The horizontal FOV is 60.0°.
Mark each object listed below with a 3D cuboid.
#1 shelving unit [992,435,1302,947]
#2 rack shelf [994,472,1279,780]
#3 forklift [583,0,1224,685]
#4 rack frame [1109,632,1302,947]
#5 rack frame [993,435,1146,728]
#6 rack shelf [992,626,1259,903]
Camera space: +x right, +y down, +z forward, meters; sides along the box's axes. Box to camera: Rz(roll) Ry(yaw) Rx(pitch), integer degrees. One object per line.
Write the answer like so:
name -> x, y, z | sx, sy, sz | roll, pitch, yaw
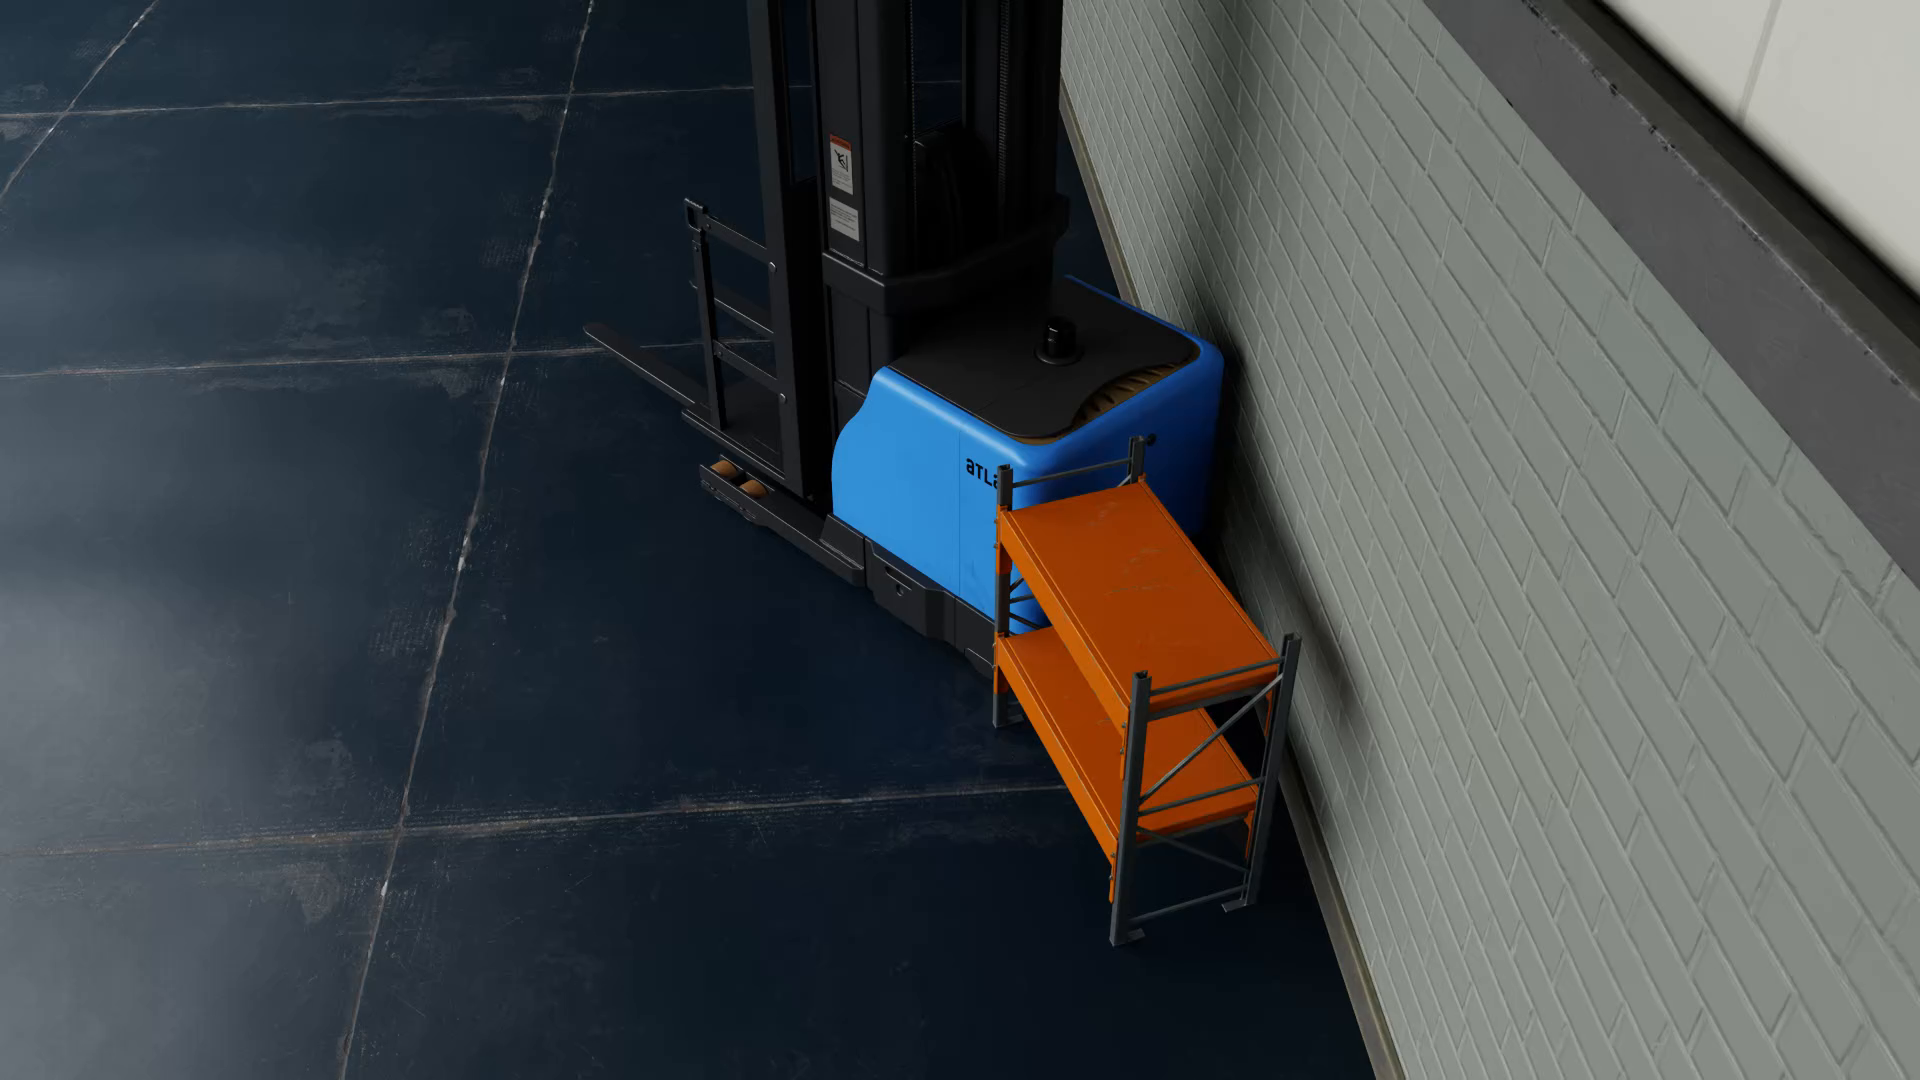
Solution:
shelving unit -> 0.531, 0.461, 5.257 | 0.538, 1.125, 1.048 | -13, 40, -16
rack shelf -> 0.531, 0.231, 5.076 | 0.538, 0.278, 1.000 | -13, 40, -16
forklift -> -0.436, -1.427, 6.192 | 1.130, 2.935, 3.031 | -31, 48, -33
rack frame -> 0.705, 0.757, 4.883 | 0.500, 1.125, 0.032 | -13, 40, -16
rack frame -> 0.357, 0.165, 5.632 | 0.500, 1.125, 0.032 | -13, 40, -16
rack shelf -> 0.531, 0.653, 5.409 | 0.538, 0.278, 1.000 | -13, 40, -16
